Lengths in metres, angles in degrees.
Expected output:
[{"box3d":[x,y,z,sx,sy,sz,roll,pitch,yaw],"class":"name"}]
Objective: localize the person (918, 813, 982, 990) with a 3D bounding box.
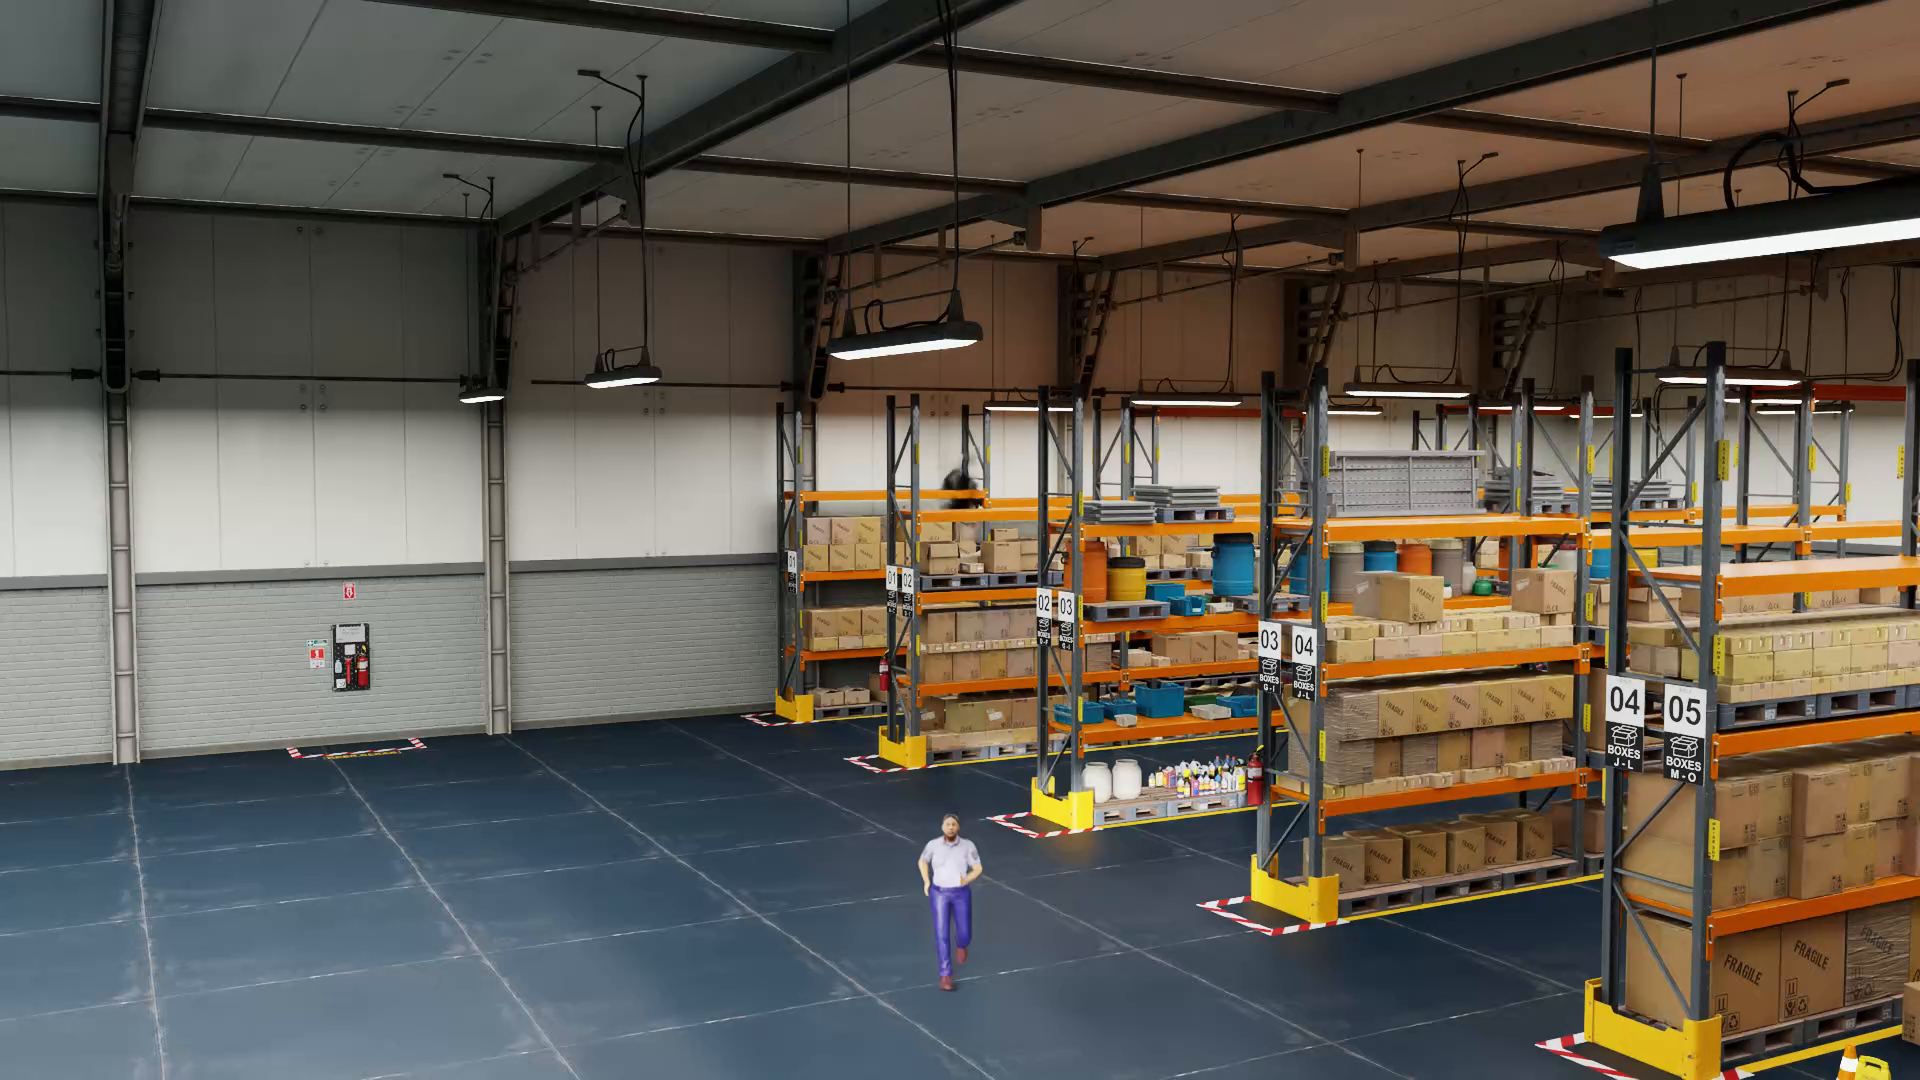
[{"box3d":[-0.096,3.446,16.084,0.620,1.611,0.803,0,3,-1],"class":"person"}]
